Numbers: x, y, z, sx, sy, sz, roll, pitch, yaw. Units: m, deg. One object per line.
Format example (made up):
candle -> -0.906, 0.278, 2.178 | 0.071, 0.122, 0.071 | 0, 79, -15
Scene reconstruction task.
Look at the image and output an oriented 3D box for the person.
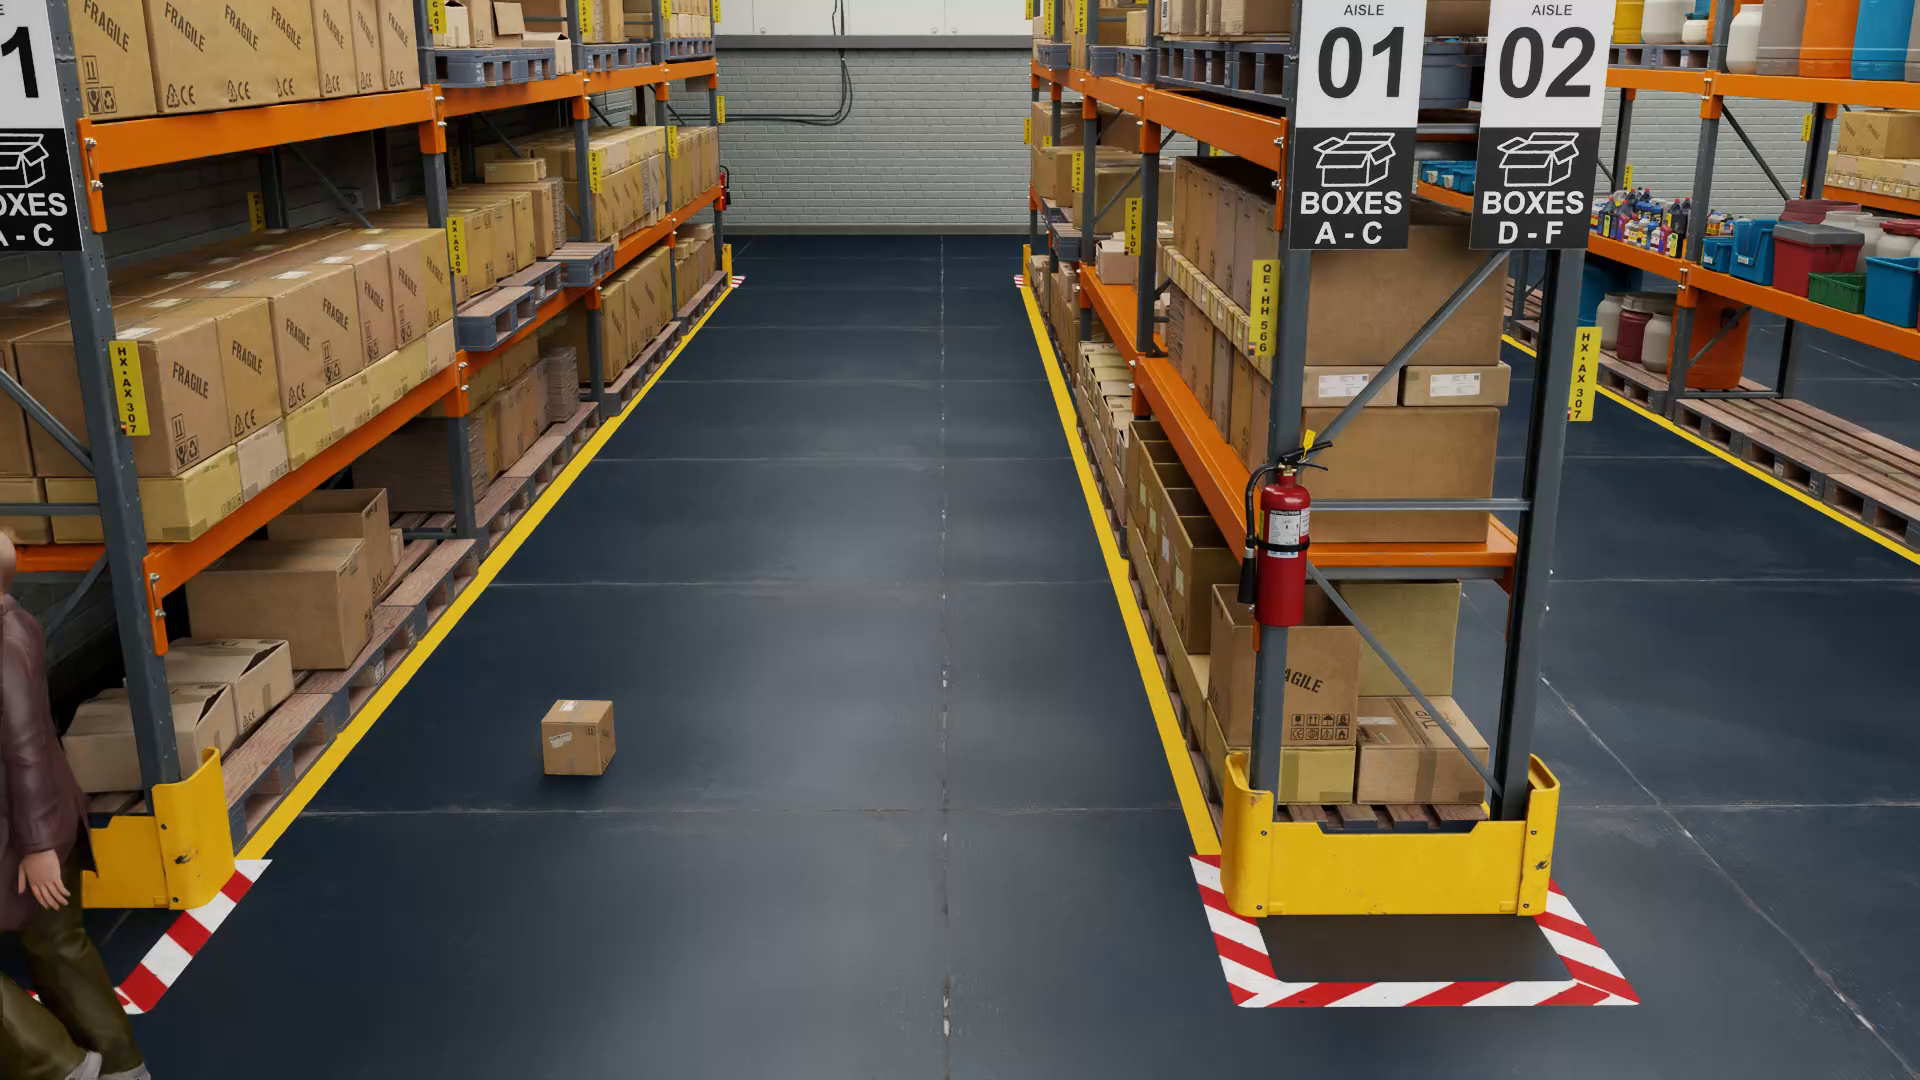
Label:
person -> -2.726, 0.848, 4.741 | 0.547, 1.788, 0.652 | -7, 18, -21
